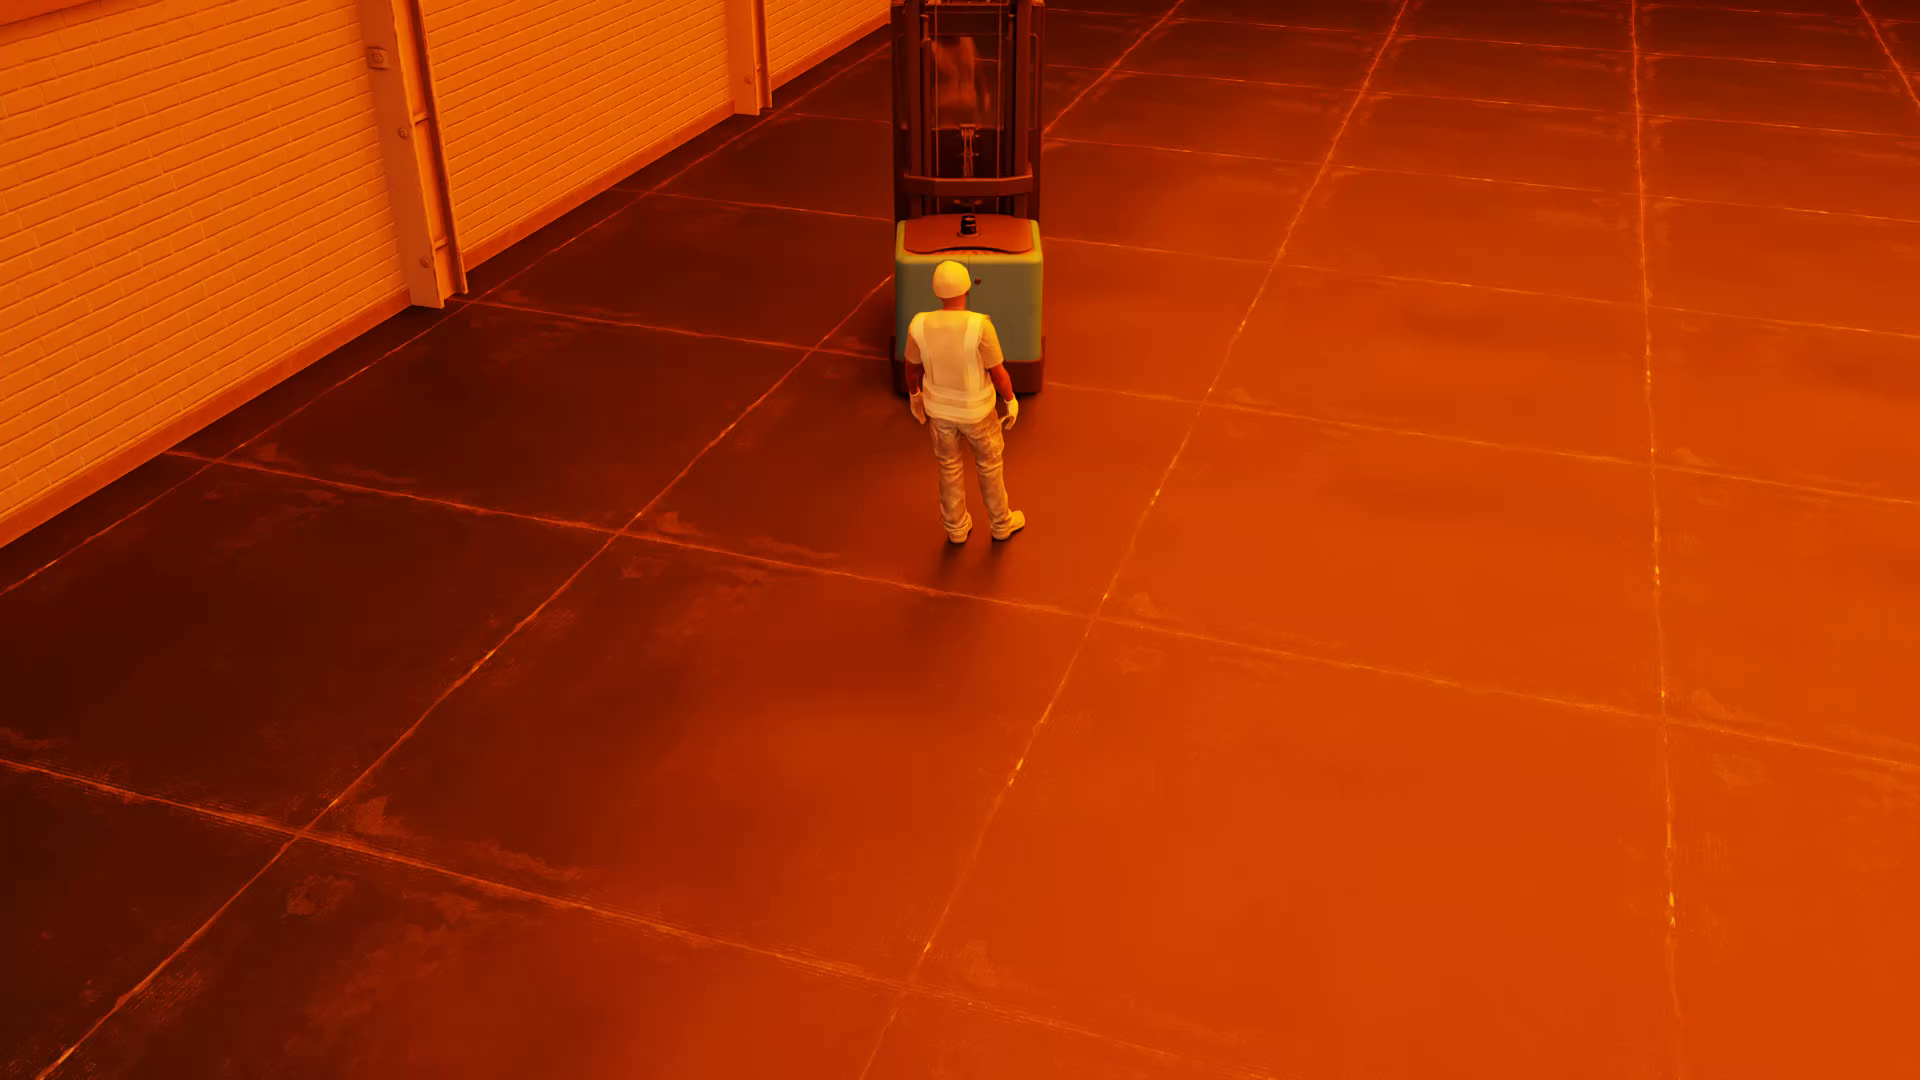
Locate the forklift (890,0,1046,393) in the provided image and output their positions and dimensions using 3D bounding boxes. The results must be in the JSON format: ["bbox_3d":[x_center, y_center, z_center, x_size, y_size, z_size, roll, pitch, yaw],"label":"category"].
[{"bbox_3d":[0.050,-3.001,12.400,1.130,2.935,3.031,0,30,0],"label":"forklift"}]

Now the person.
[{"bbox_3d":[0.032,-0.814,9.708,0.657,1.785,0.575,10,31,16],"label":"person"}]
